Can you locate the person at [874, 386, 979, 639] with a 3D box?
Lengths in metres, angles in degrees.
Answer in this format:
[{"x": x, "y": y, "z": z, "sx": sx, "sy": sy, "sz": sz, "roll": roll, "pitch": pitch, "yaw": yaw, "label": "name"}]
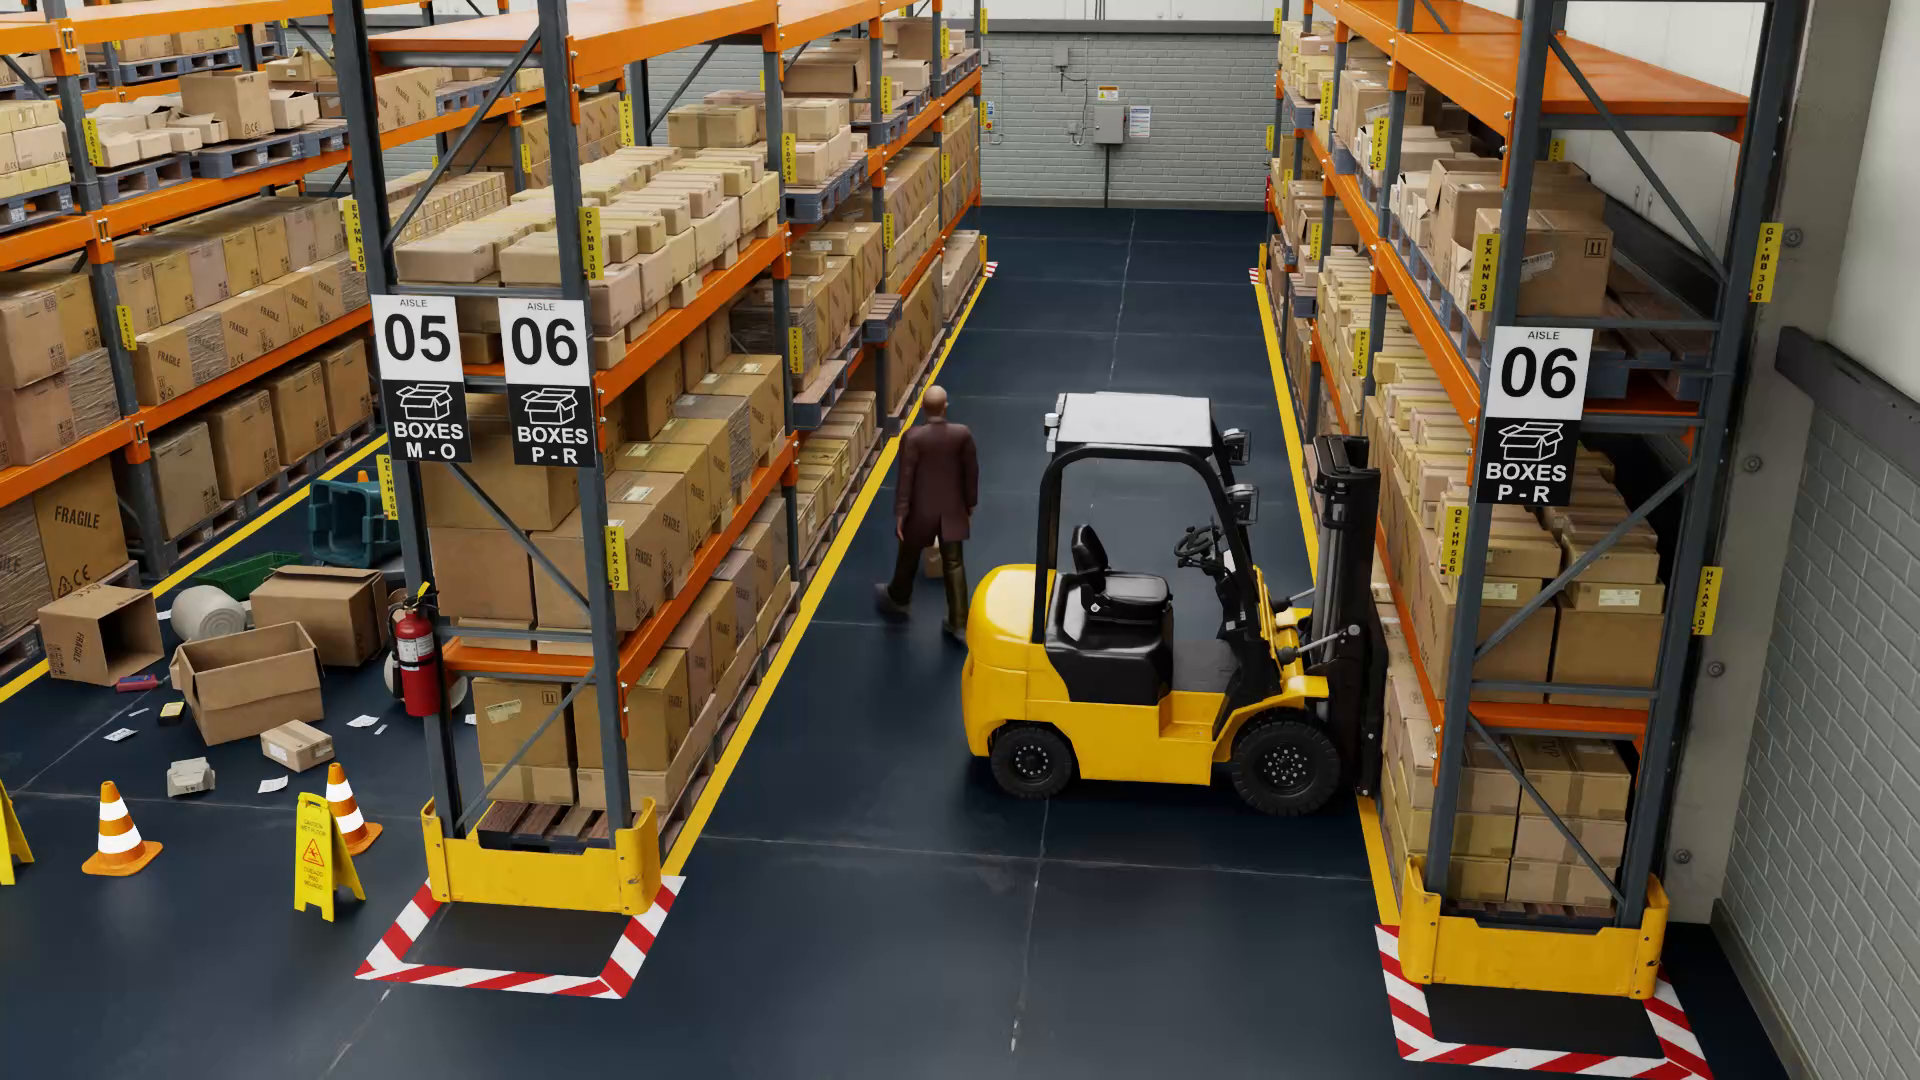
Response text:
[{"x": -0.201, "y": -0.246, "z": 11.723, "sx": 0.650, "sy": 1.732, "sz": 0.986, "roll": -6, "pitch": 22, "yaw": -15, "label": "person"}]
